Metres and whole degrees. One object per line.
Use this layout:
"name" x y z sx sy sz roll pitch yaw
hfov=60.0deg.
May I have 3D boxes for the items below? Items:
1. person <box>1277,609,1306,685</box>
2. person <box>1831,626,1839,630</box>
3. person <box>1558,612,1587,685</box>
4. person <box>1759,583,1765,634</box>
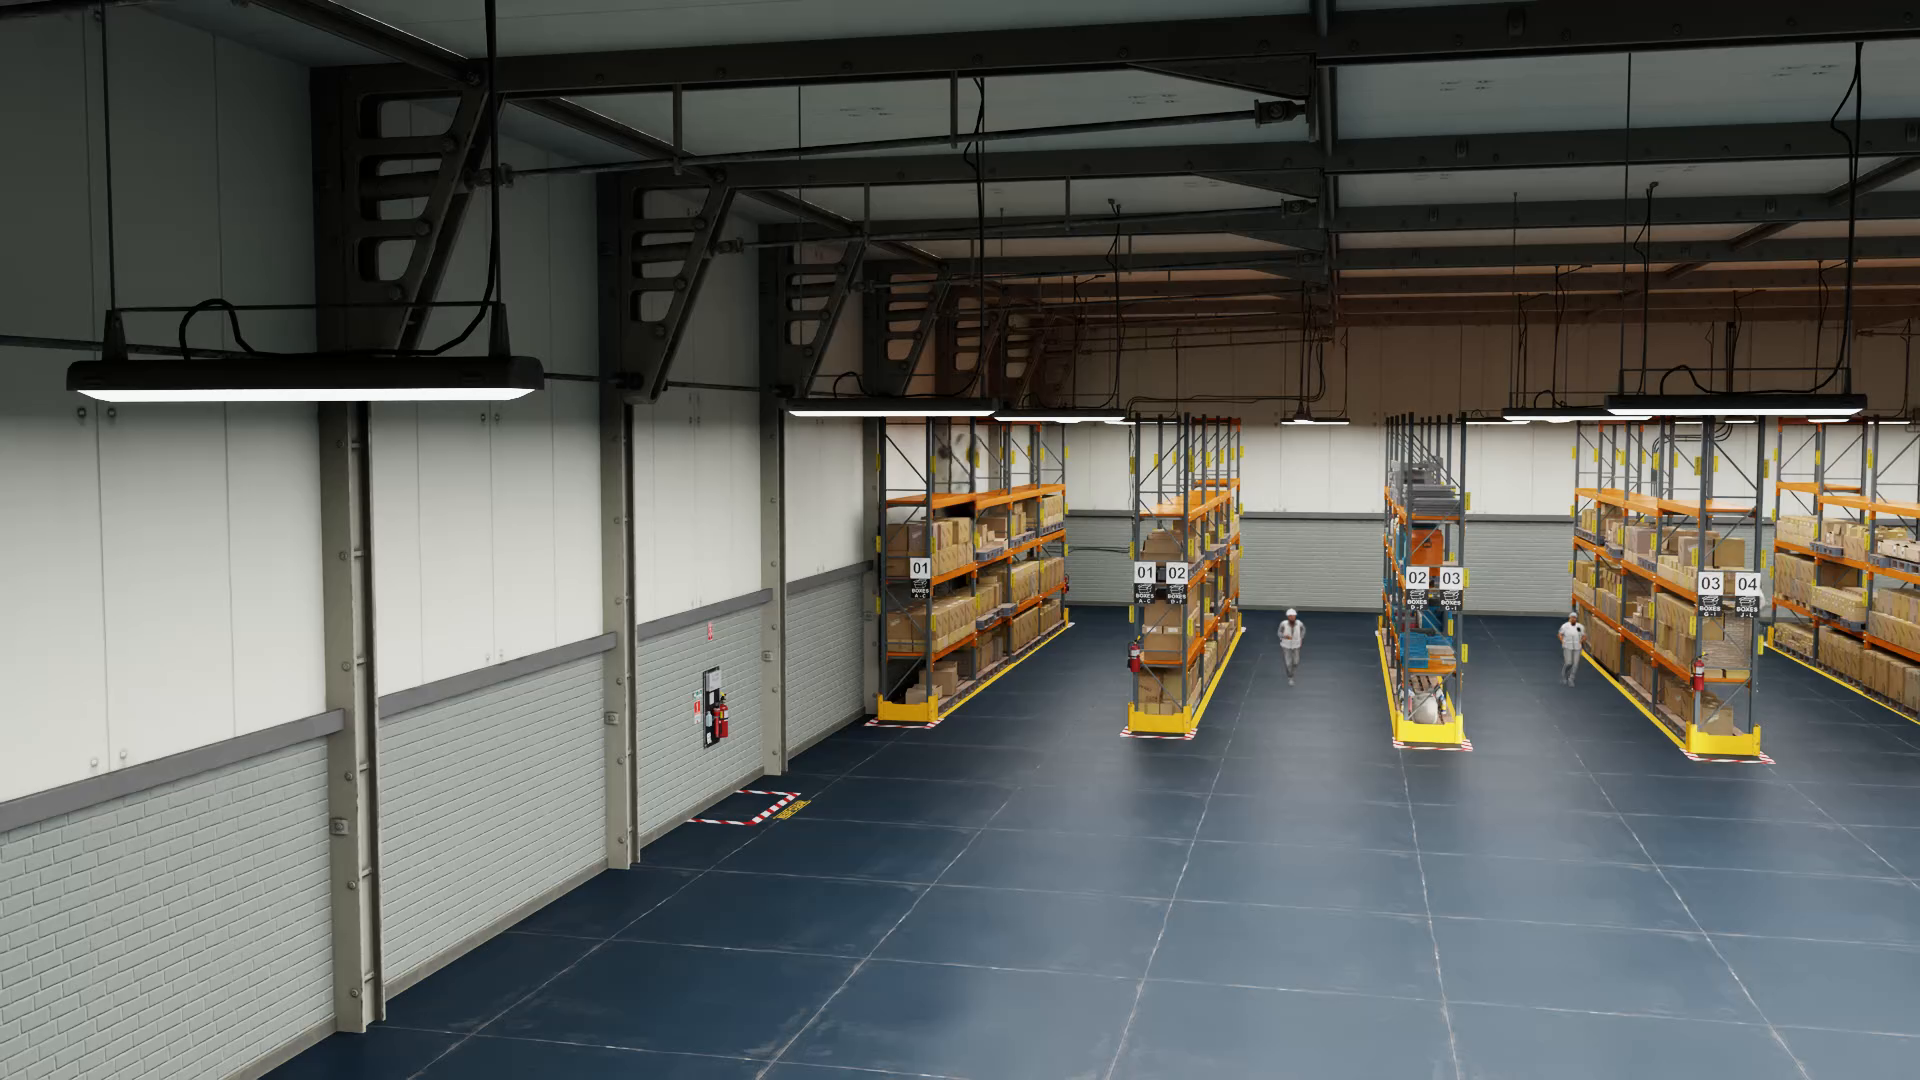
"person" 7.376 2.381 36.947 0.646 1.716 0.693 0 4 6
"person" 23.716 1.874 44.965 0.653 1.601 0.586 -1 4 -8
"person" 13.559 2.416 36.769 0.586 1.633 0.583 1 4 13
"person" 21.410 1.897 44.652 0.561 1.623 0.640 0 4 -6
